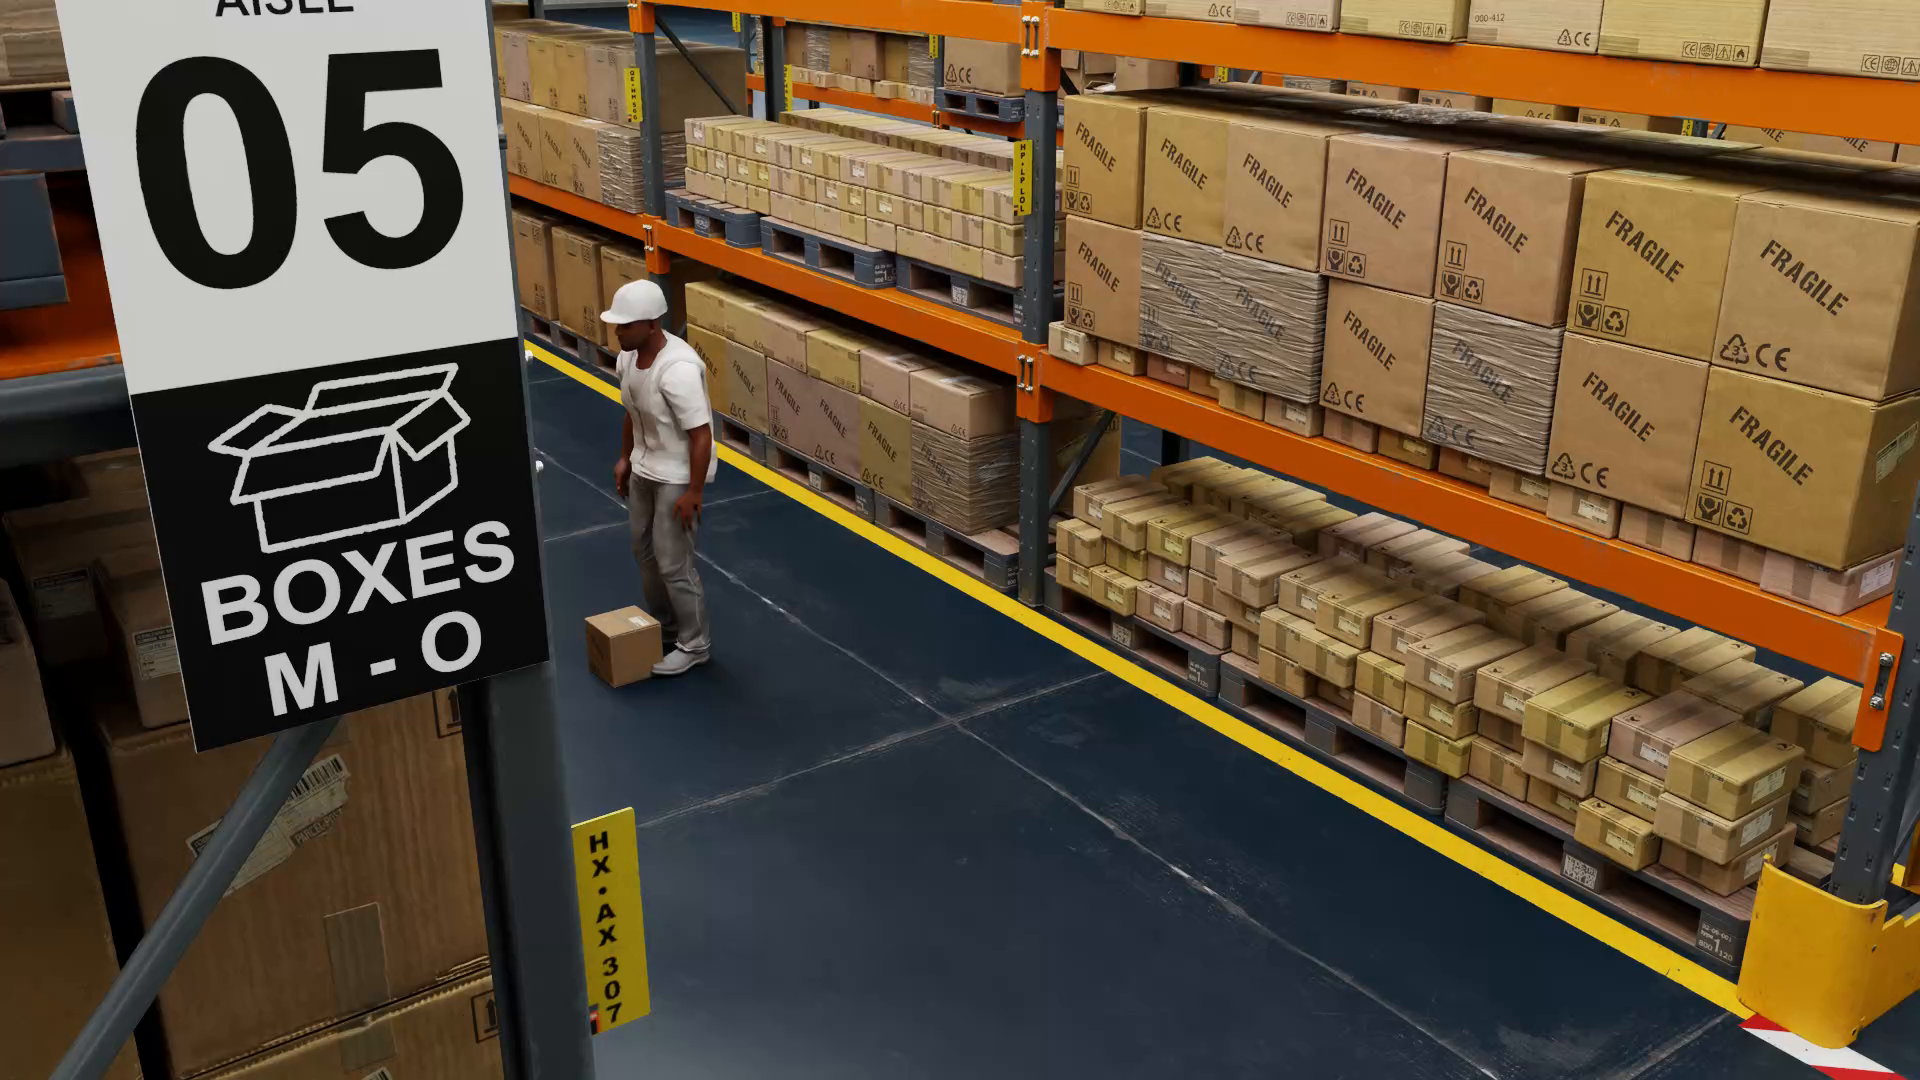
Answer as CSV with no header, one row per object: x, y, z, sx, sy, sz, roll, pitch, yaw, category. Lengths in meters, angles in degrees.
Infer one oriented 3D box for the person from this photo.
-1.309,-0.277,7.272,0.456,1.760,0.635,-16,27,-36,person
